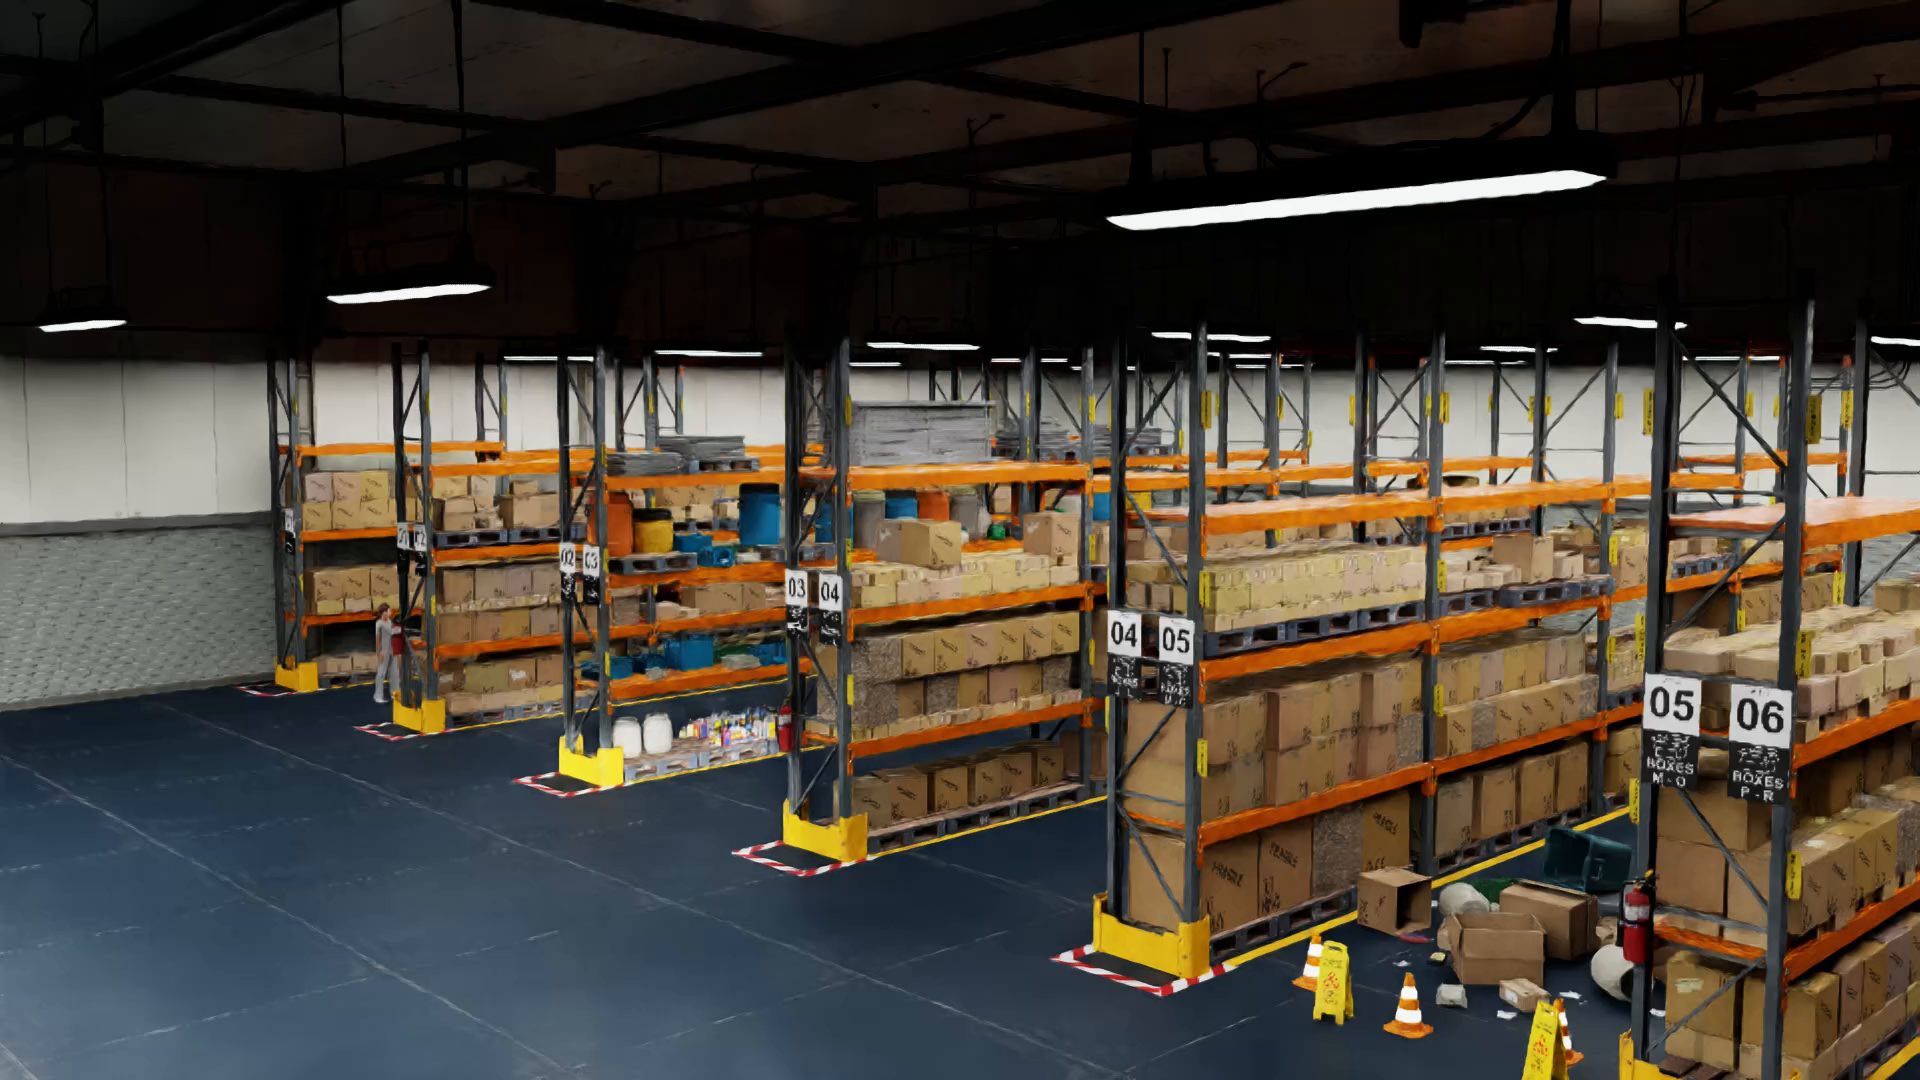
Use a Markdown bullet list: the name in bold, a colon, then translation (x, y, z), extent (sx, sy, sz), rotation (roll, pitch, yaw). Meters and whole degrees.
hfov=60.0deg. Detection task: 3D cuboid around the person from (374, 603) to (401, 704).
- **person**: translation (-9.621, 1.903, 27.991), extent (0.441, 1.660, 0.496), rotation (1, 5, 16)
